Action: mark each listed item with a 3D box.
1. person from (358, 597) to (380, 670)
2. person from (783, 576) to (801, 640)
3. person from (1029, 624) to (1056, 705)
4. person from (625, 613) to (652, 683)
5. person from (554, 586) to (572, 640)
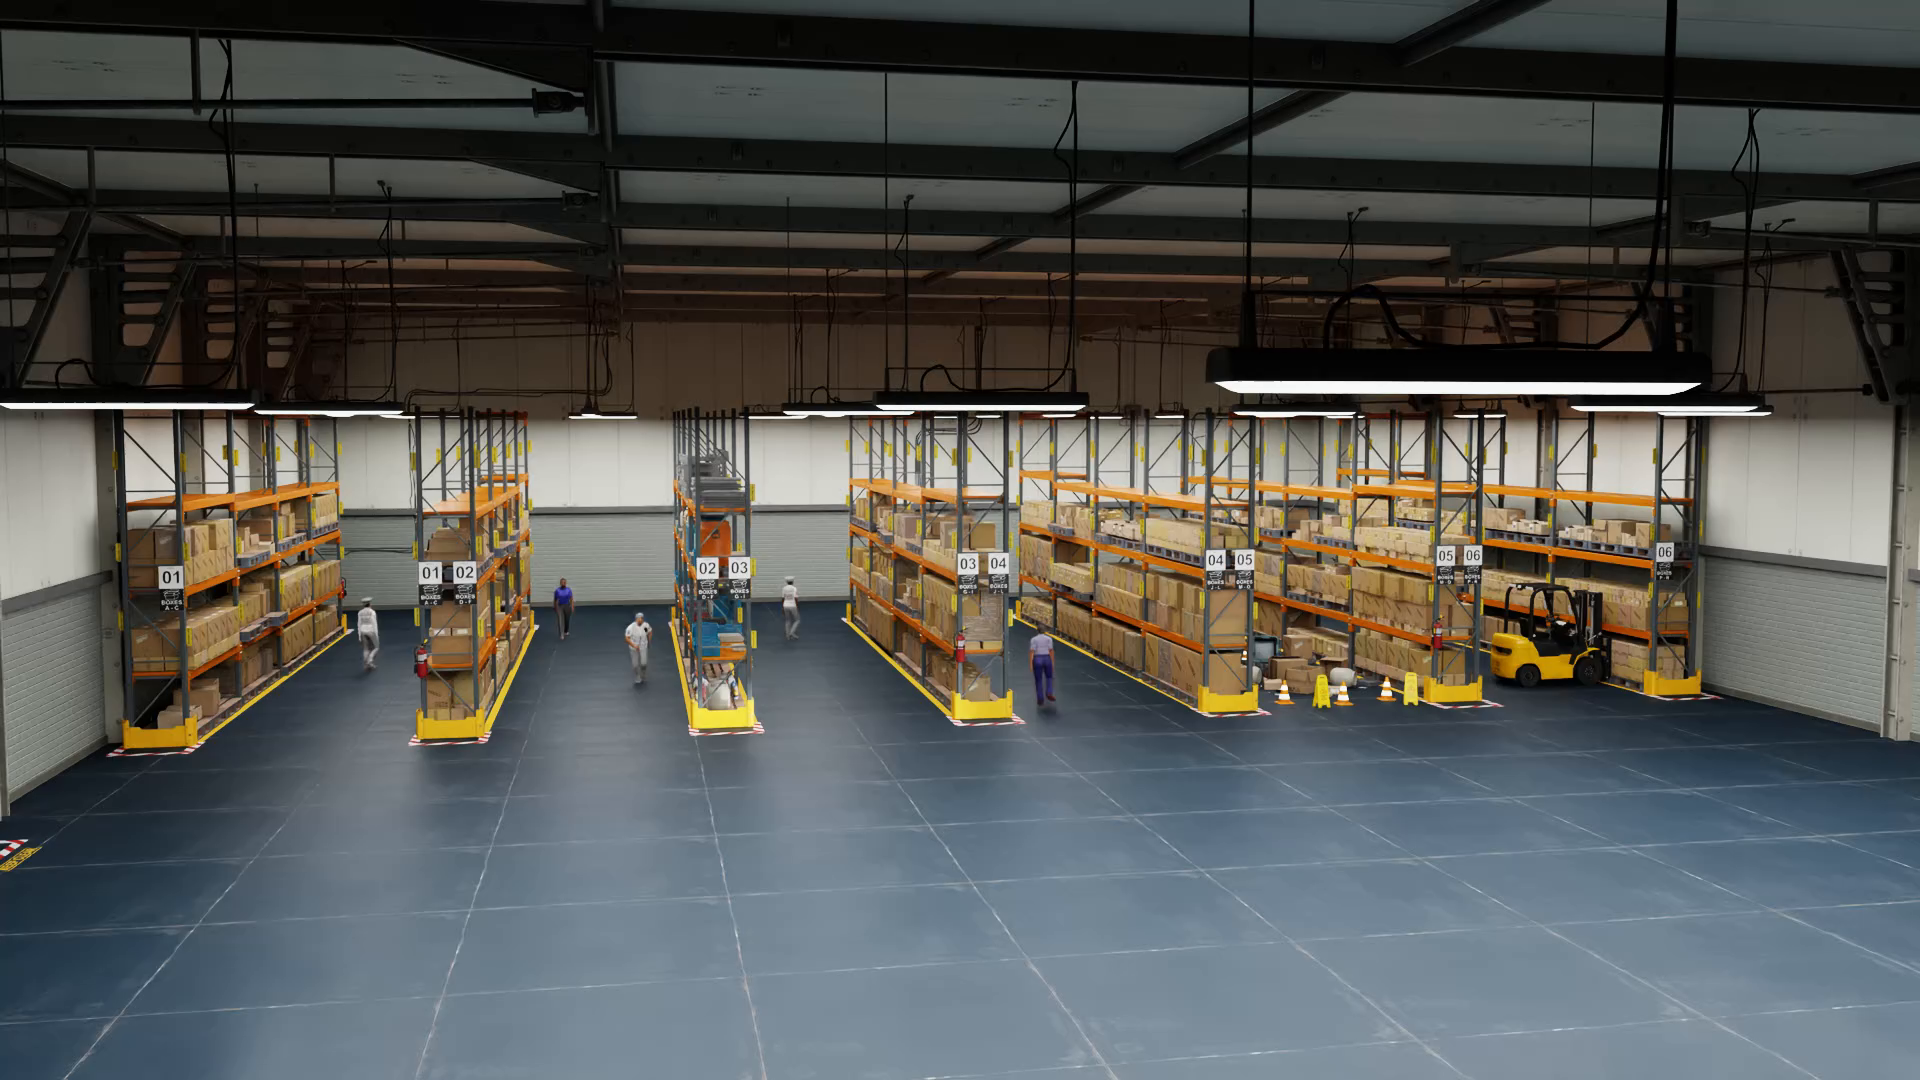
[{"bbox_3d":[-13.643,2.169,38.273,0.512,1.674,0.469,1,4,17],"label":"person"},{"bbox_3d":[-4.445,1.791,43.595,0.446,1.676,0.443,2,4,25],"label":"person"},{"bbox_3d":[1.663,2.509,33.629,0.539,1.636,0.462,0,4,-3],"label":"person"},{"bbox_3d":[-7.016,2.357,36.328,0.582,1.582,0.658,-1,4,-10],"label":"person"},{"bbox_3d":[-10.430,1.899,43.728,0.468,1.393,1.033,-1,4,-14],"label":"person"}]
